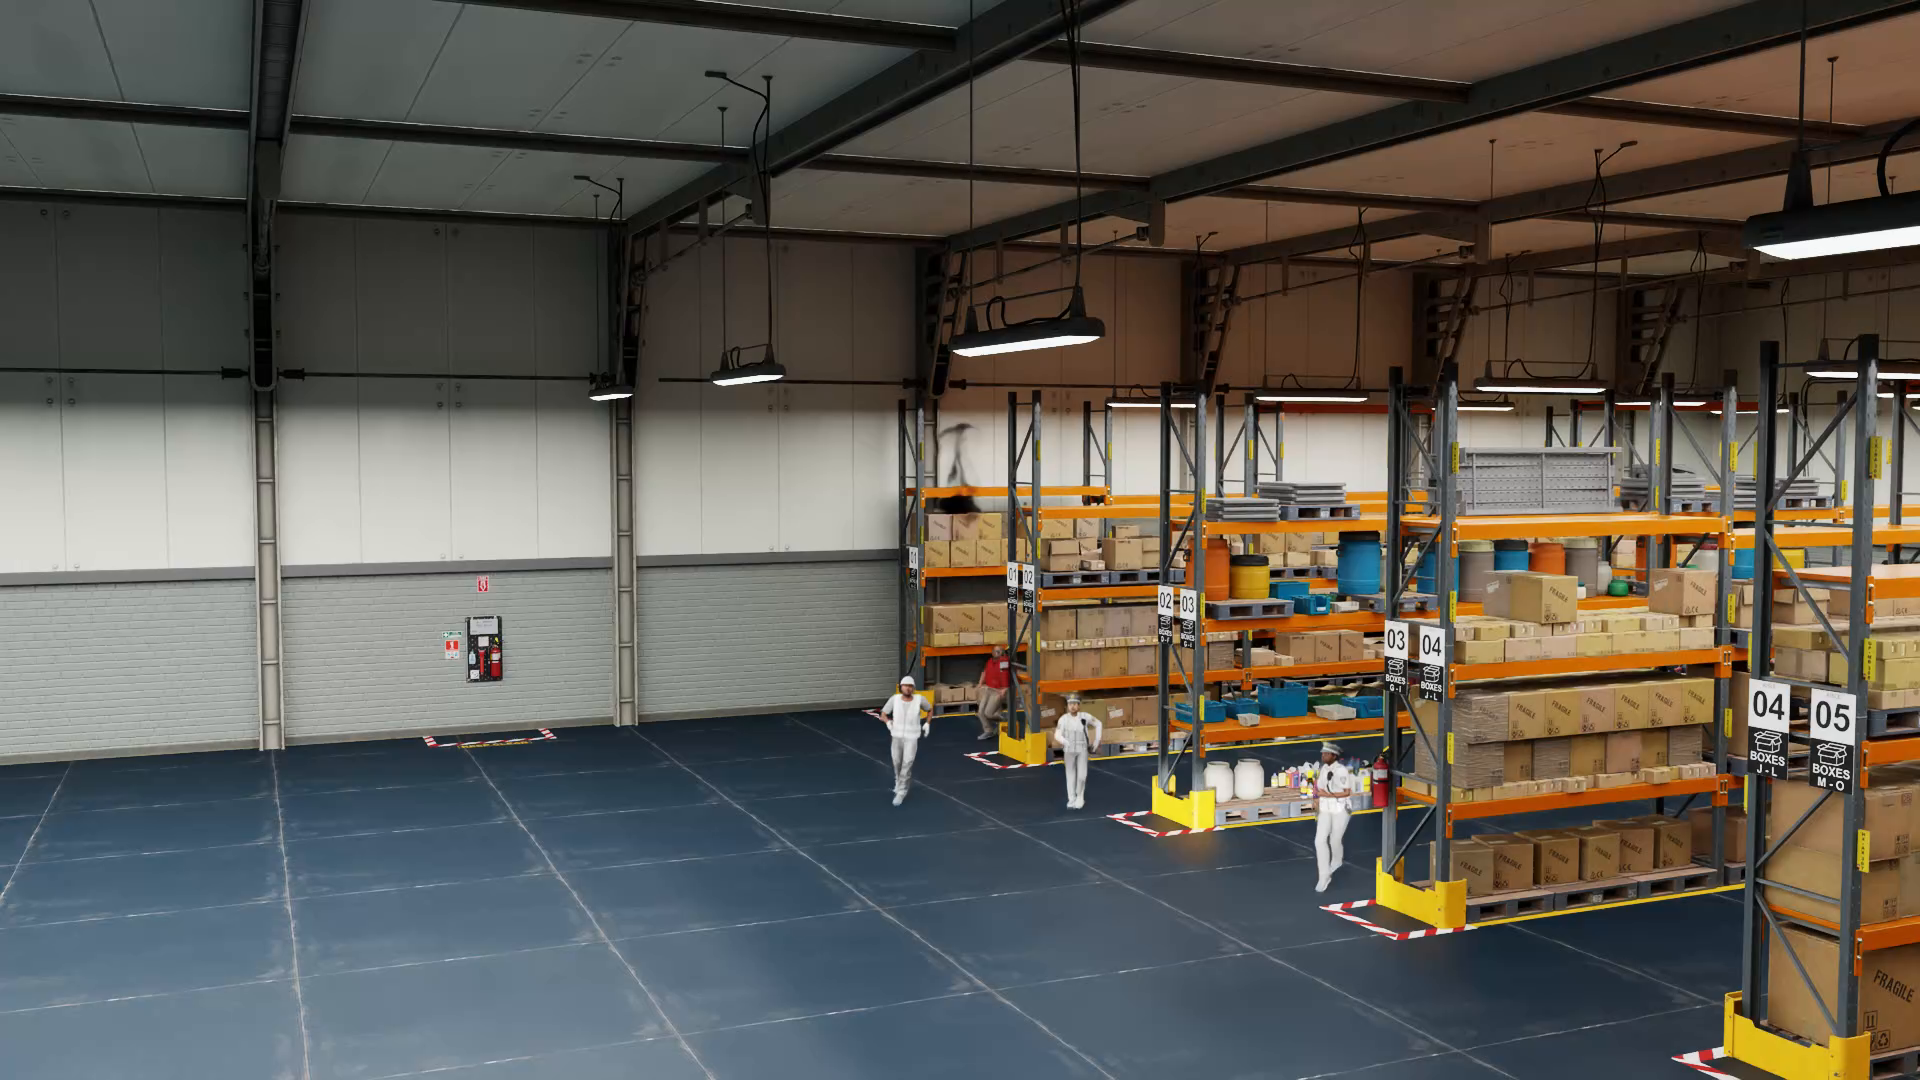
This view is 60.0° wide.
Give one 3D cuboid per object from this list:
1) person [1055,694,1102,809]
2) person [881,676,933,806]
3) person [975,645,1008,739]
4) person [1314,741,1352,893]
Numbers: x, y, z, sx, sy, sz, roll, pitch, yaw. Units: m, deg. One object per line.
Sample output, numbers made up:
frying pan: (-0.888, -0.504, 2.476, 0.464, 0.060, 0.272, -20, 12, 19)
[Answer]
person: (1.641, 2.959, 23.194, 0.632, 1.651, 0.783, 1, 3, 10)
person: (-0.788, 2.859, 23.991, 0.721, 1.795, 0.947, 1, 3, 10)
person: (0.615, 2.653, 28.889, 0.554, 1.672, 0.699, -3, 5, -44)
person: (4.305, 3.195, 19.427, 0.791, 1.715, 0.627, -3, 5, -44)
